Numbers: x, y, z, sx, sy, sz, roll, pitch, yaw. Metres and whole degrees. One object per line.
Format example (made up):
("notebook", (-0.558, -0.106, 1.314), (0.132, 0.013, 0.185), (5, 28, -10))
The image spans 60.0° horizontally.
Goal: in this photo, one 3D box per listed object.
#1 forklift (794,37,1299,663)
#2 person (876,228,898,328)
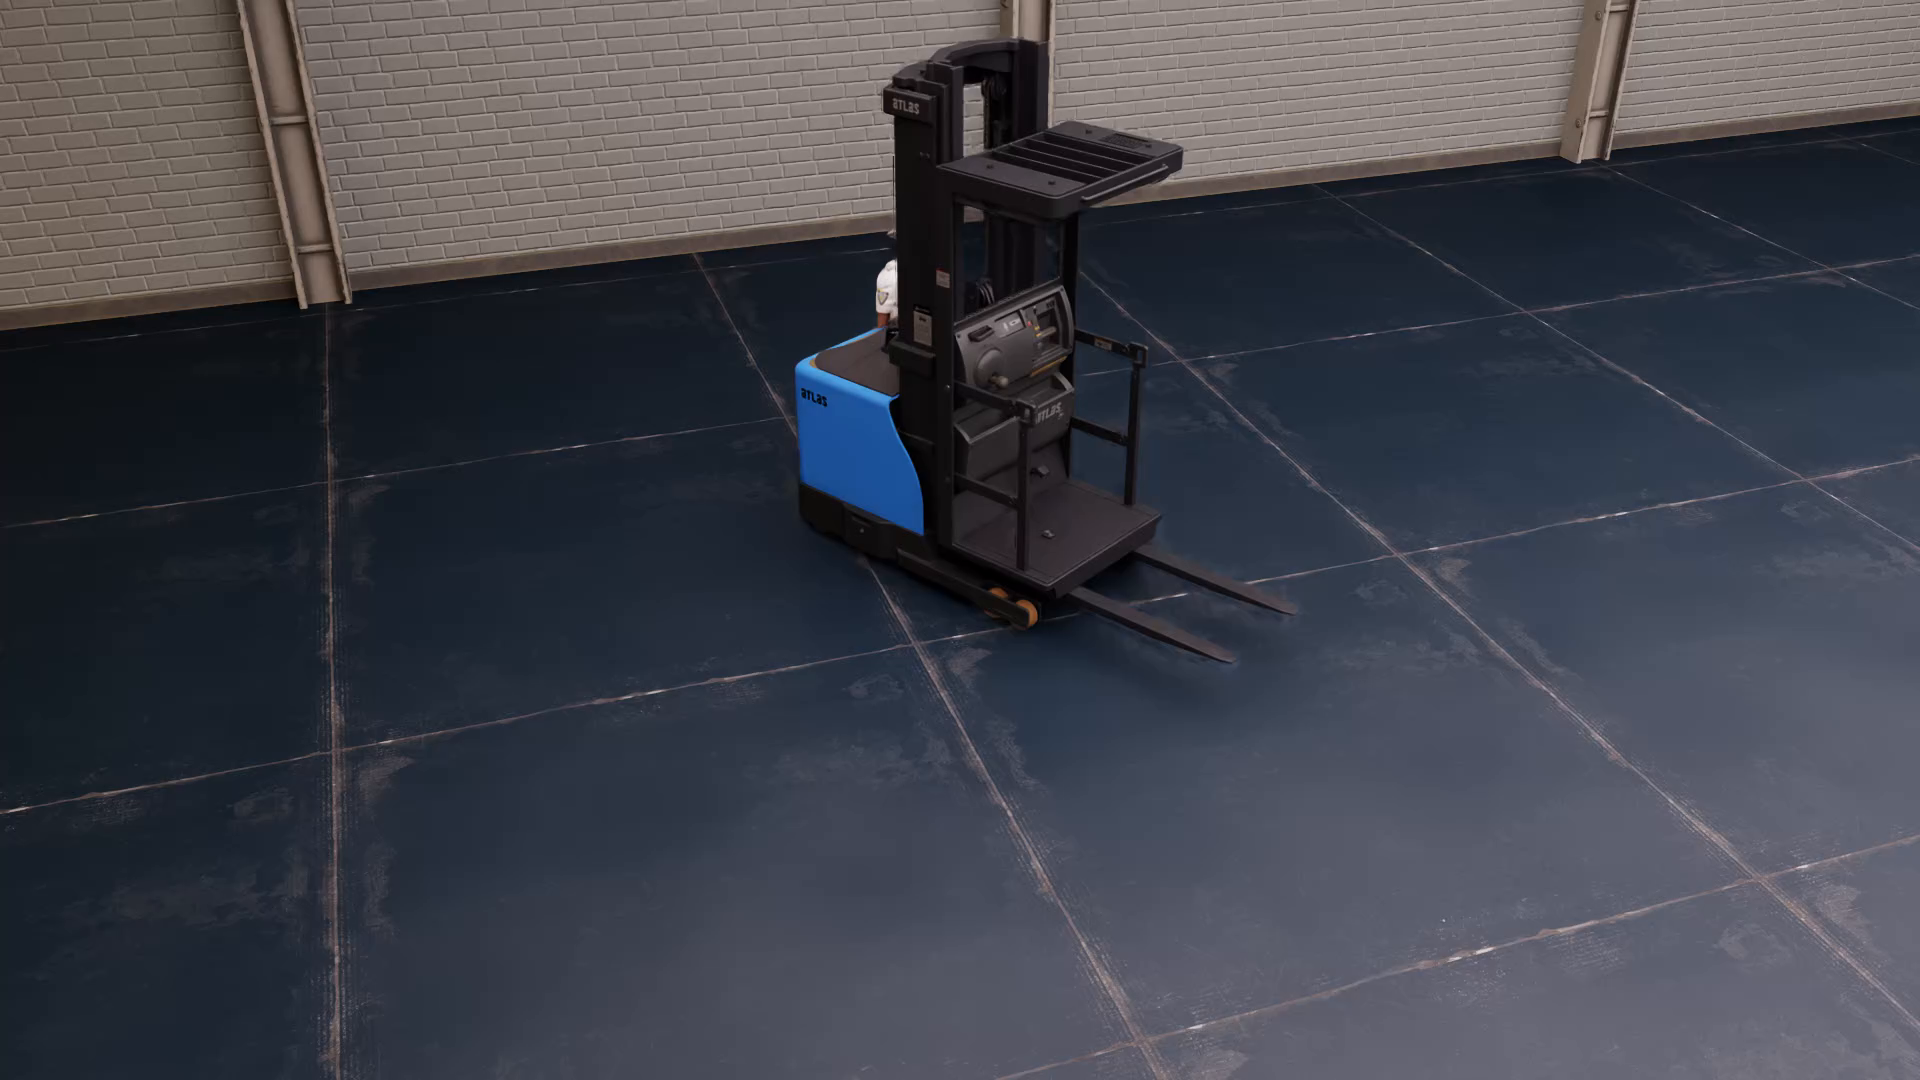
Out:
("forklift", (0.461, -1.071, 8.949), (3.031, 2.935, 1.130), (23, 37, 35))
("person", (-0.249, -1.159, 10.333), (0.512, 1.696, 0.567), (22, 37, 34))
